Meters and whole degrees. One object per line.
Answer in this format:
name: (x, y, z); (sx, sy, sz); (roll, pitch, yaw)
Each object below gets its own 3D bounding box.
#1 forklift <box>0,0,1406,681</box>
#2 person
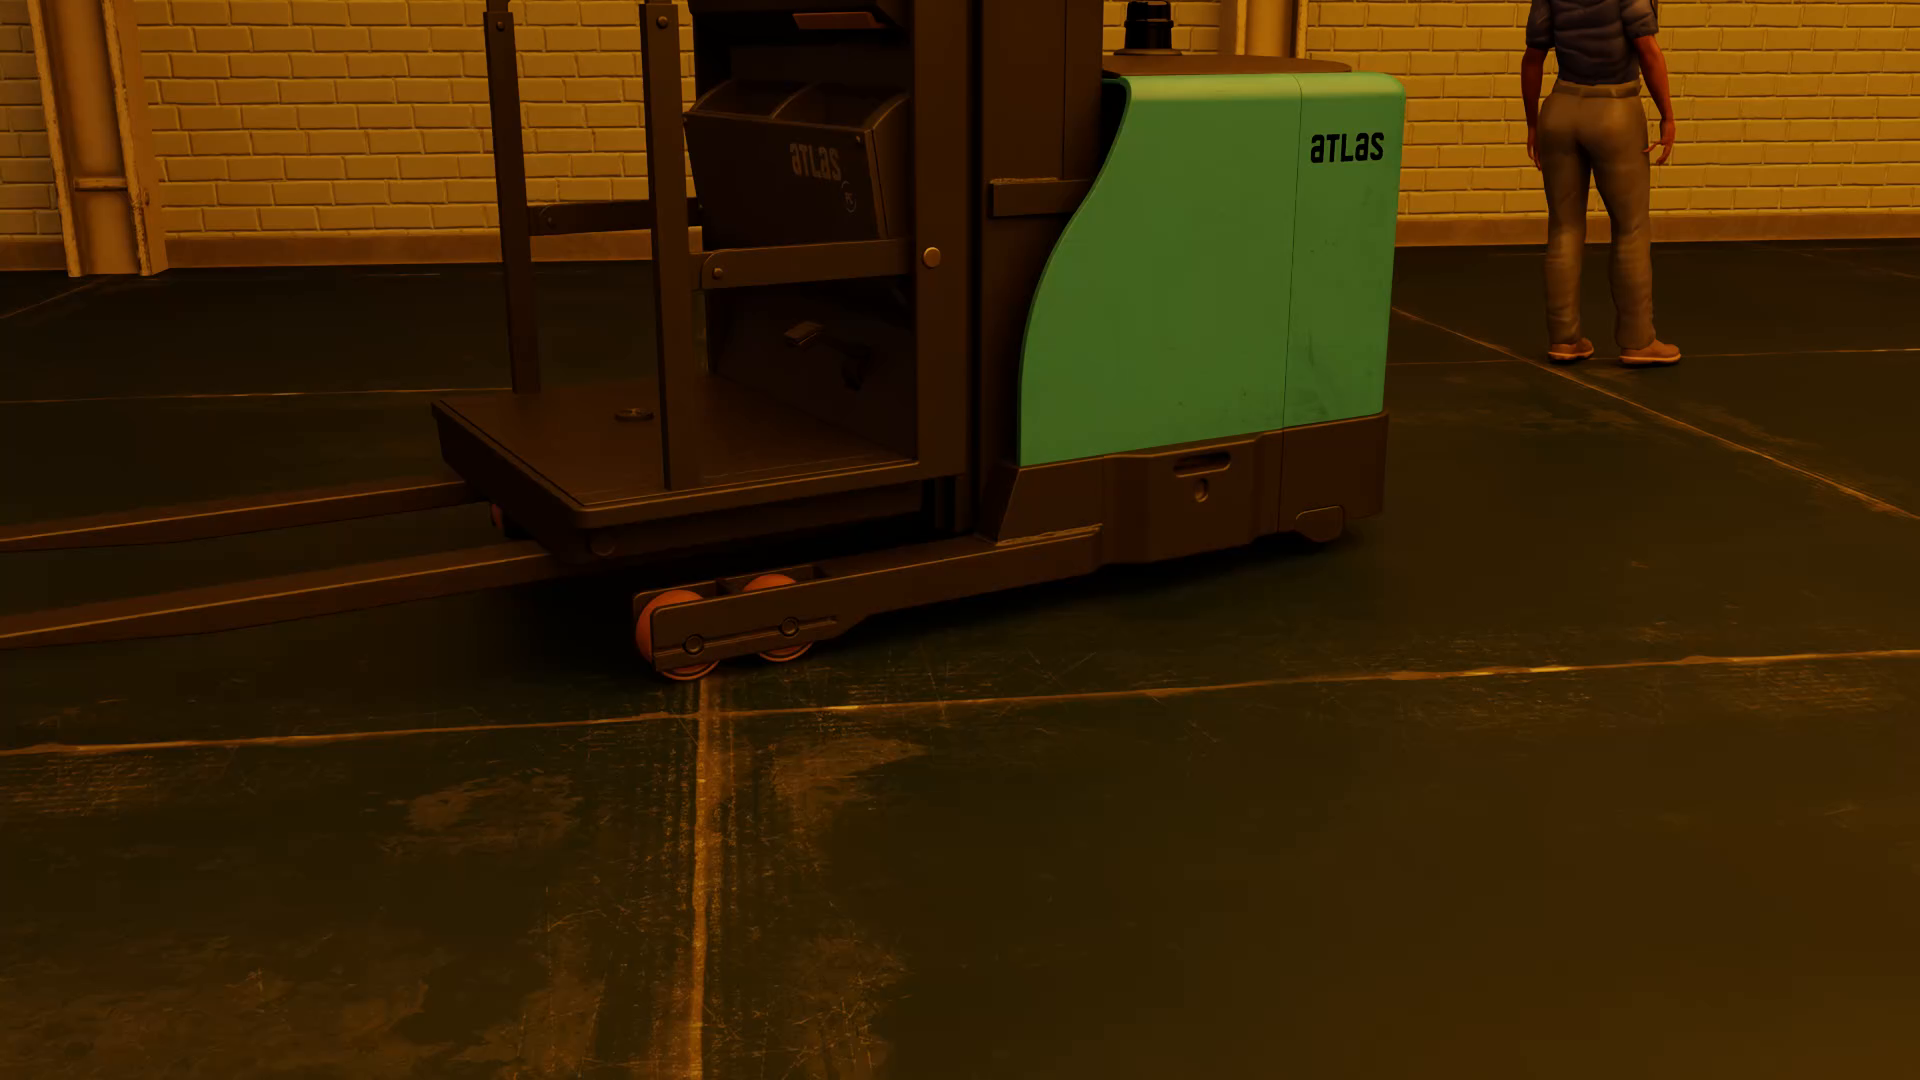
forklift: (-0.526, -1.315, 3.251); (3.031, 2.935, 1.130); (-10, 19, -29)
person: (2.305, -1.463, 5.930); (0.504, 1.654, 0.570); (-15, 23, -41)
